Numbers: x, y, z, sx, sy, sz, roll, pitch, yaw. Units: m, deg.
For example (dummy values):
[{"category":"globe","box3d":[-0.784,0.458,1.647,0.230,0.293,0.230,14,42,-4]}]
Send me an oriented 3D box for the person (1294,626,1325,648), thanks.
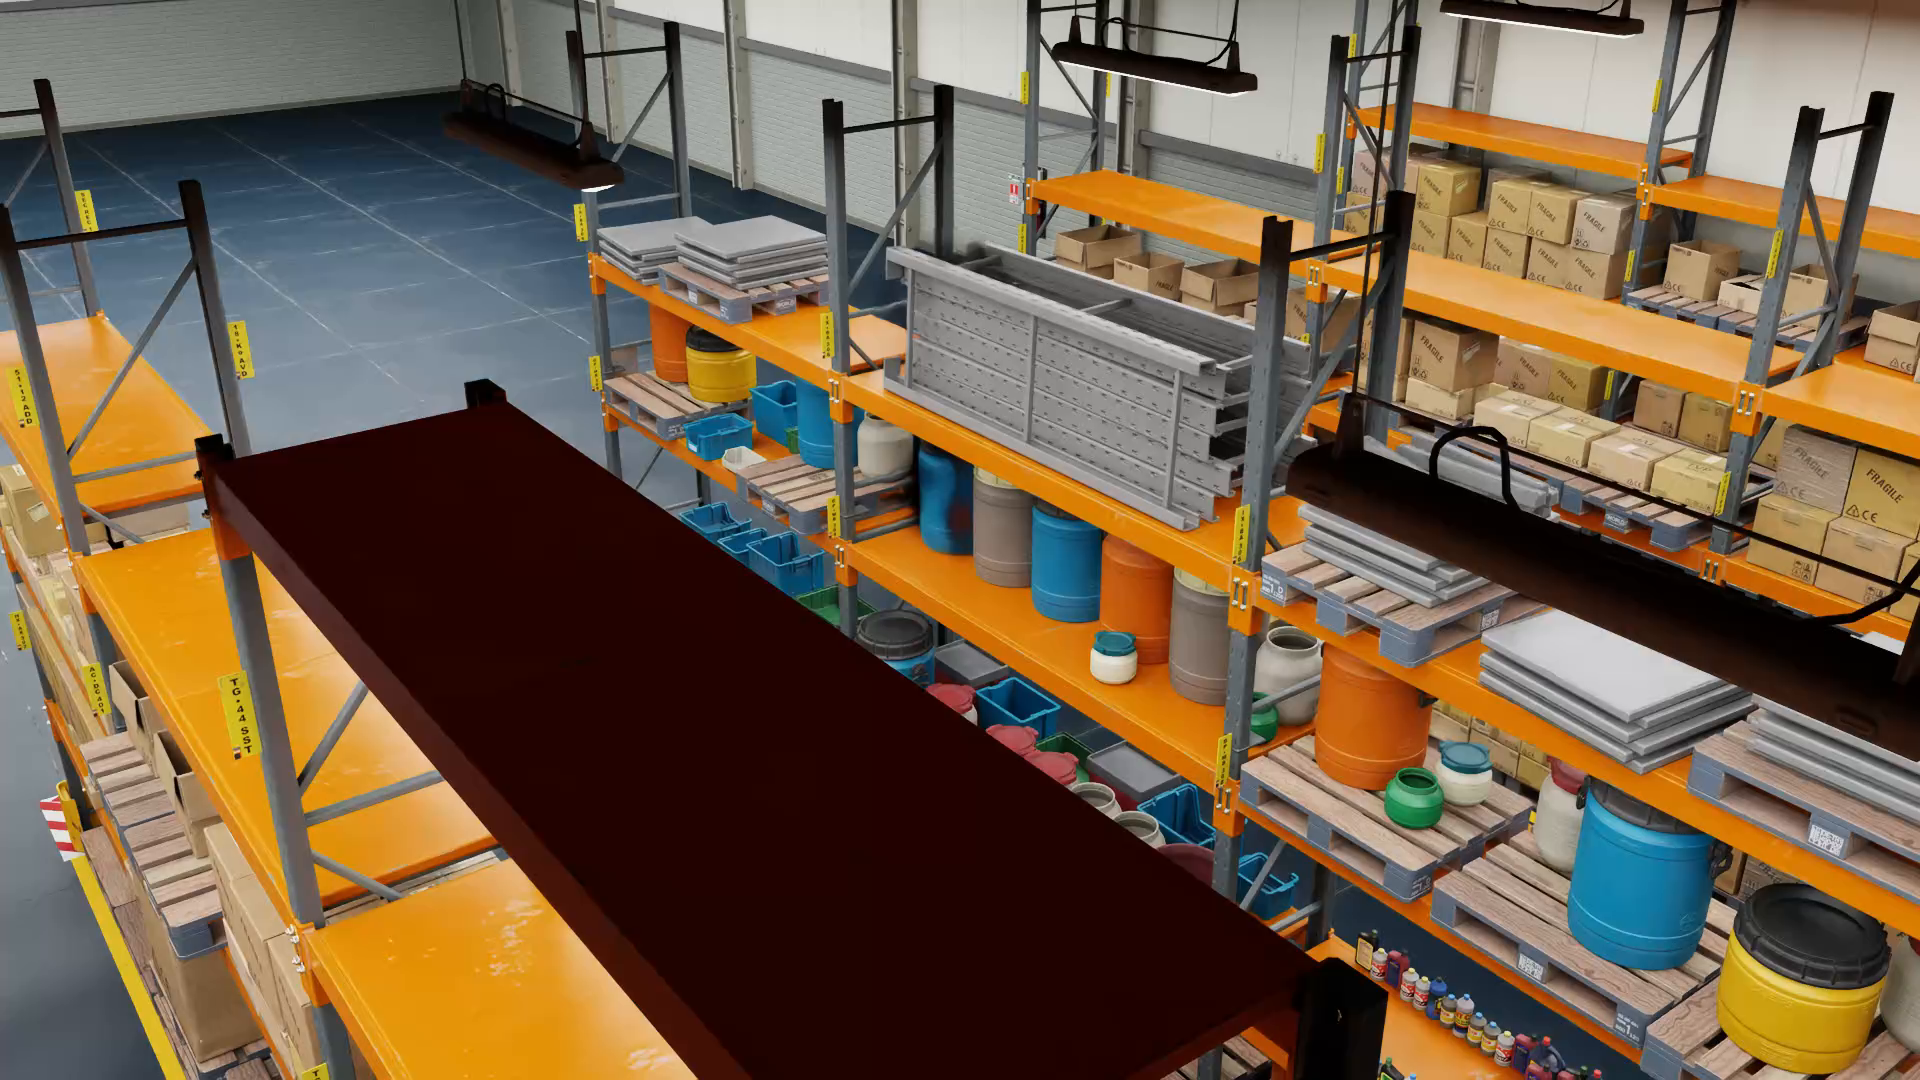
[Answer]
[{"category":"person","box3d":[2.677,1.370,13.259,0.628,1.822,0.766,-18,30,-33]}]
